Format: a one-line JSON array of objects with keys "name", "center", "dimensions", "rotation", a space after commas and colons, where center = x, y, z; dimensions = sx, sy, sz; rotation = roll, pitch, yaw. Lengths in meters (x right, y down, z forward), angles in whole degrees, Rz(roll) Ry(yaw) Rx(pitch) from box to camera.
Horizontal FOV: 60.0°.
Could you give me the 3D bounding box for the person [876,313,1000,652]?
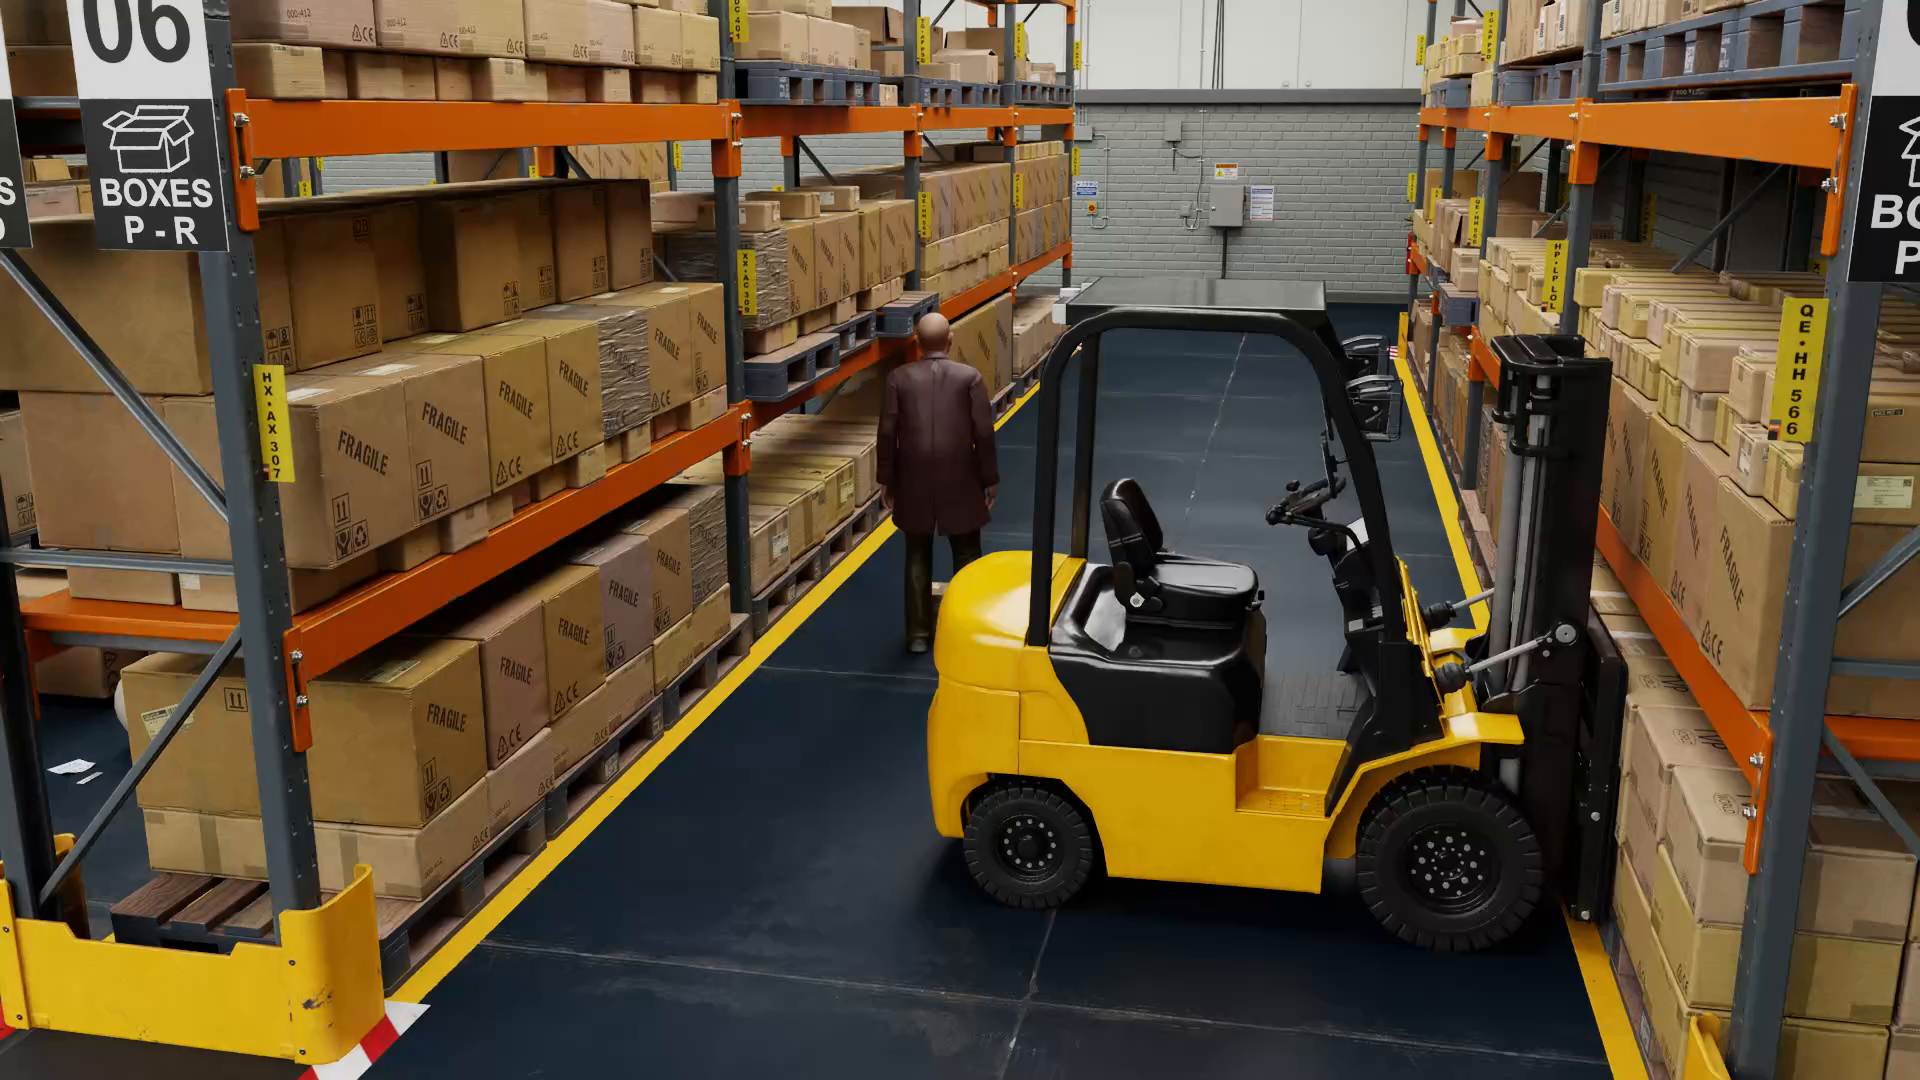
[{"name": "person", "center": [-0.117, -0.292, 8.676], "dimensions": [0.651, 1.773, 0.431], "rotation": [2, 15, 7]}]
